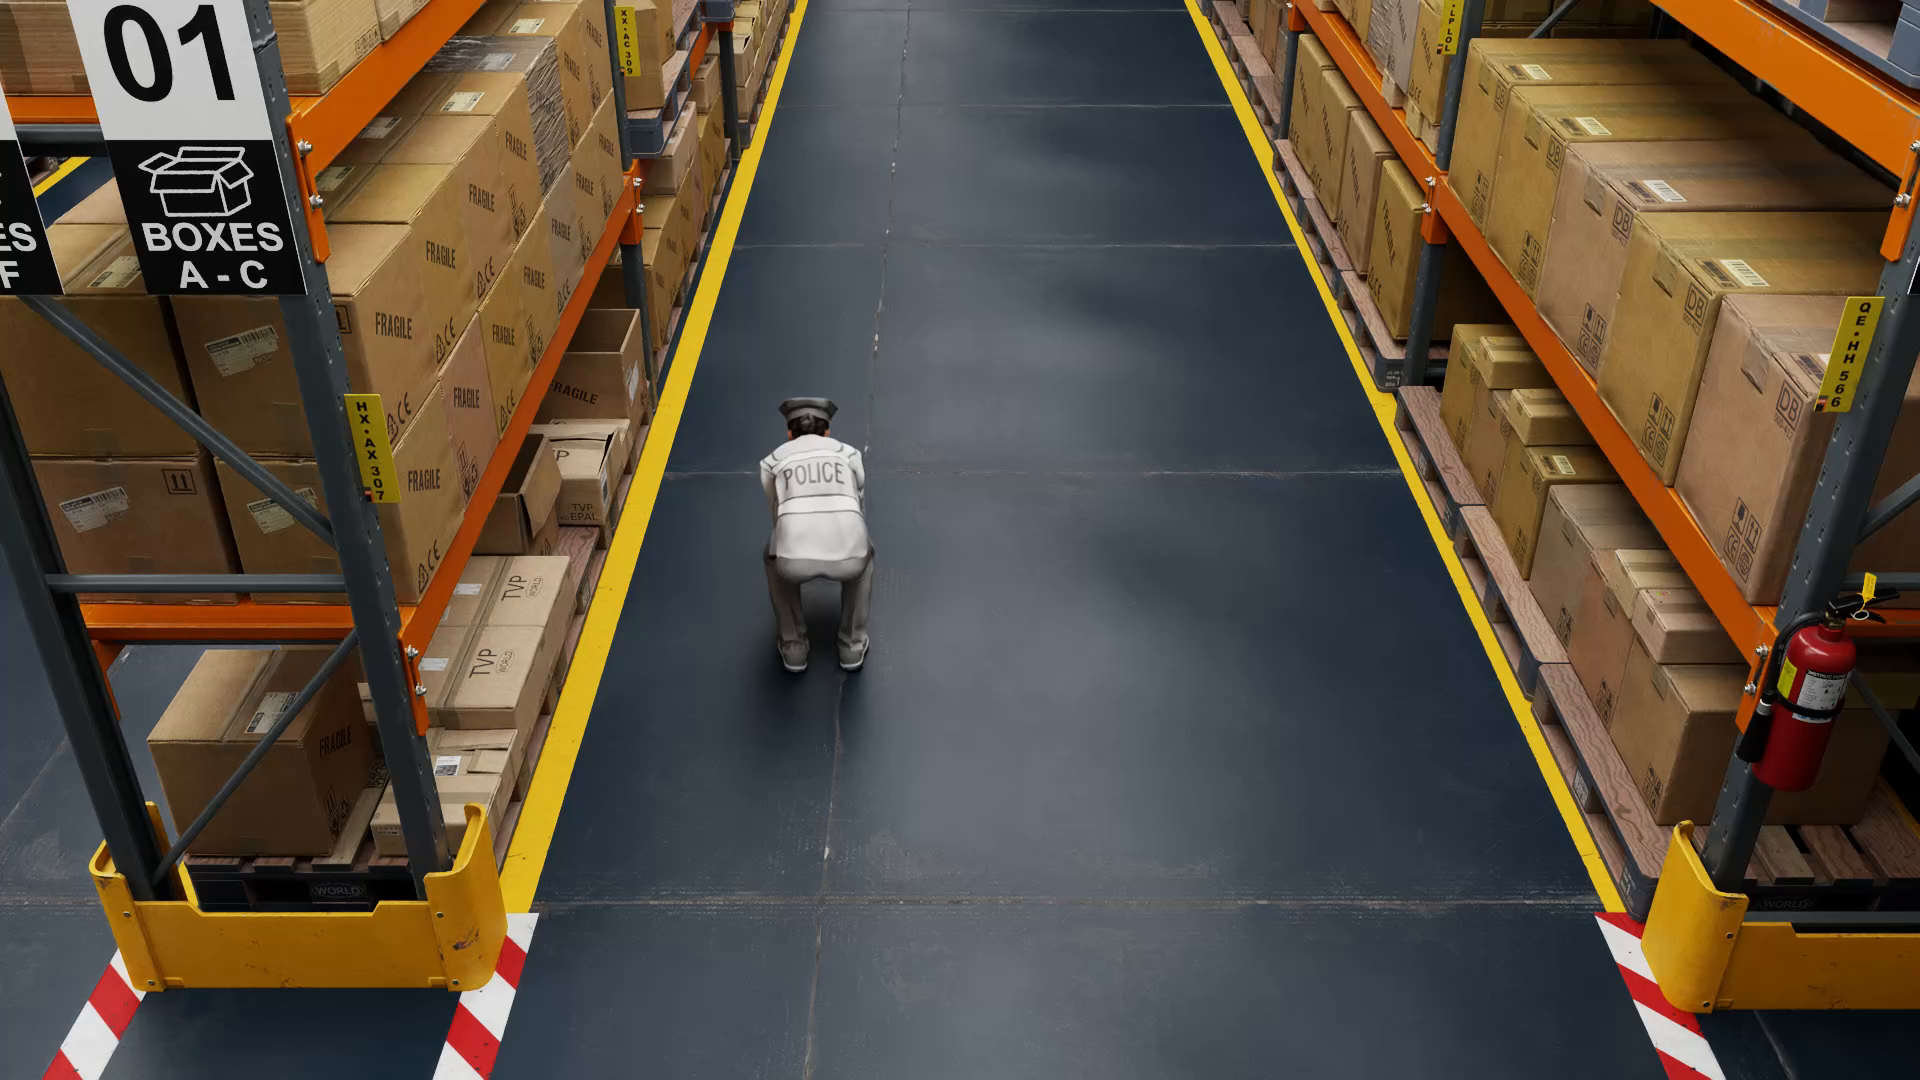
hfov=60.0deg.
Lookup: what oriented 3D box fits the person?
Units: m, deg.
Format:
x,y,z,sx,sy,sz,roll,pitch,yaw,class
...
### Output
x,y,z,sx,sy,sz,roll,pitch,yaw,class
-0.583,-0.019,6.821,0.467,0.981,0.903,-2,32,-4,person
